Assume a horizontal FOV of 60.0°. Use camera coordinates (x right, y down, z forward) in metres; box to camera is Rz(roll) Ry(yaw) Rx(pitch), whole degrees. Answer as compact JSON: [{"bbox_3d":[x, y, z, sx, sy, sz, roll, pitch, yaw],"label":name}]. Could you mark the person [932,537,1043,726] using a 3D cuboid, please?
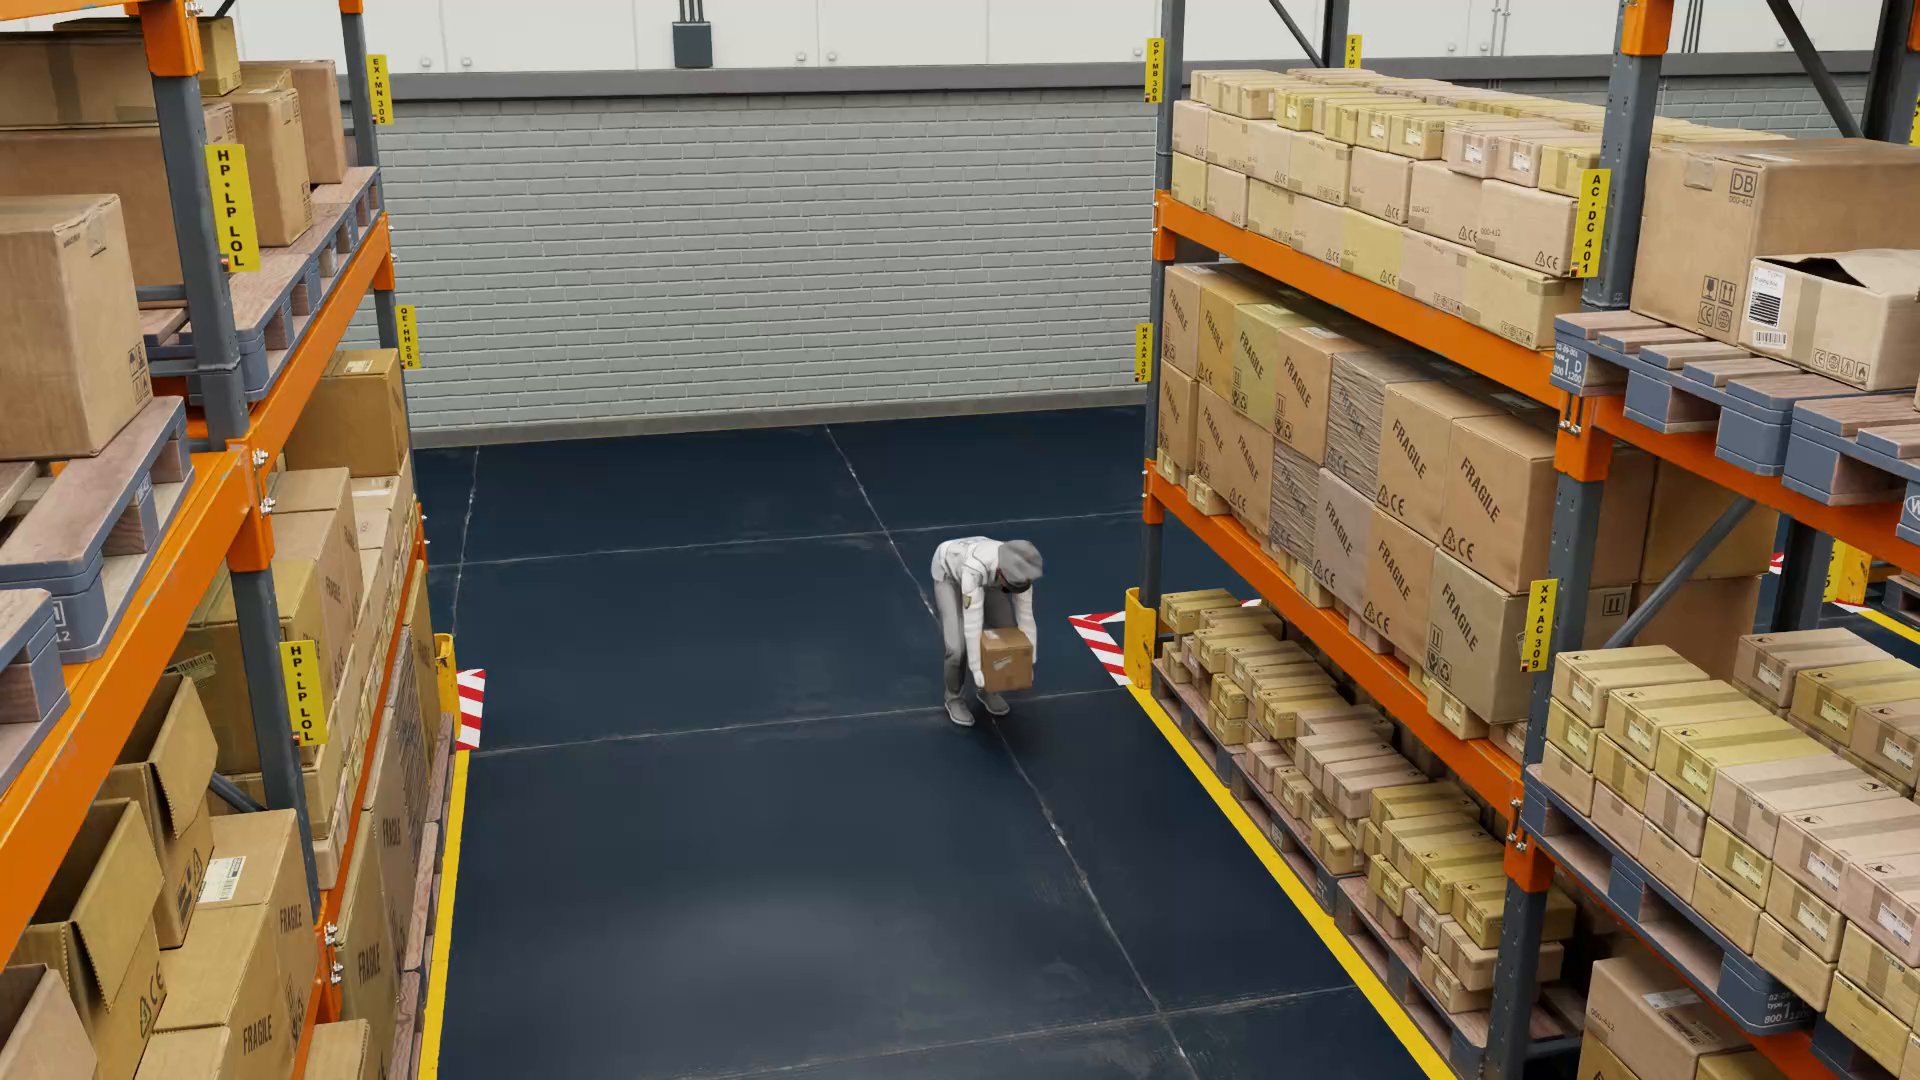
[{"bbox_3d":[0.157,0.469,8.999,0.430,1.172,0.911,-9,22,-23],"label":"person"}]
